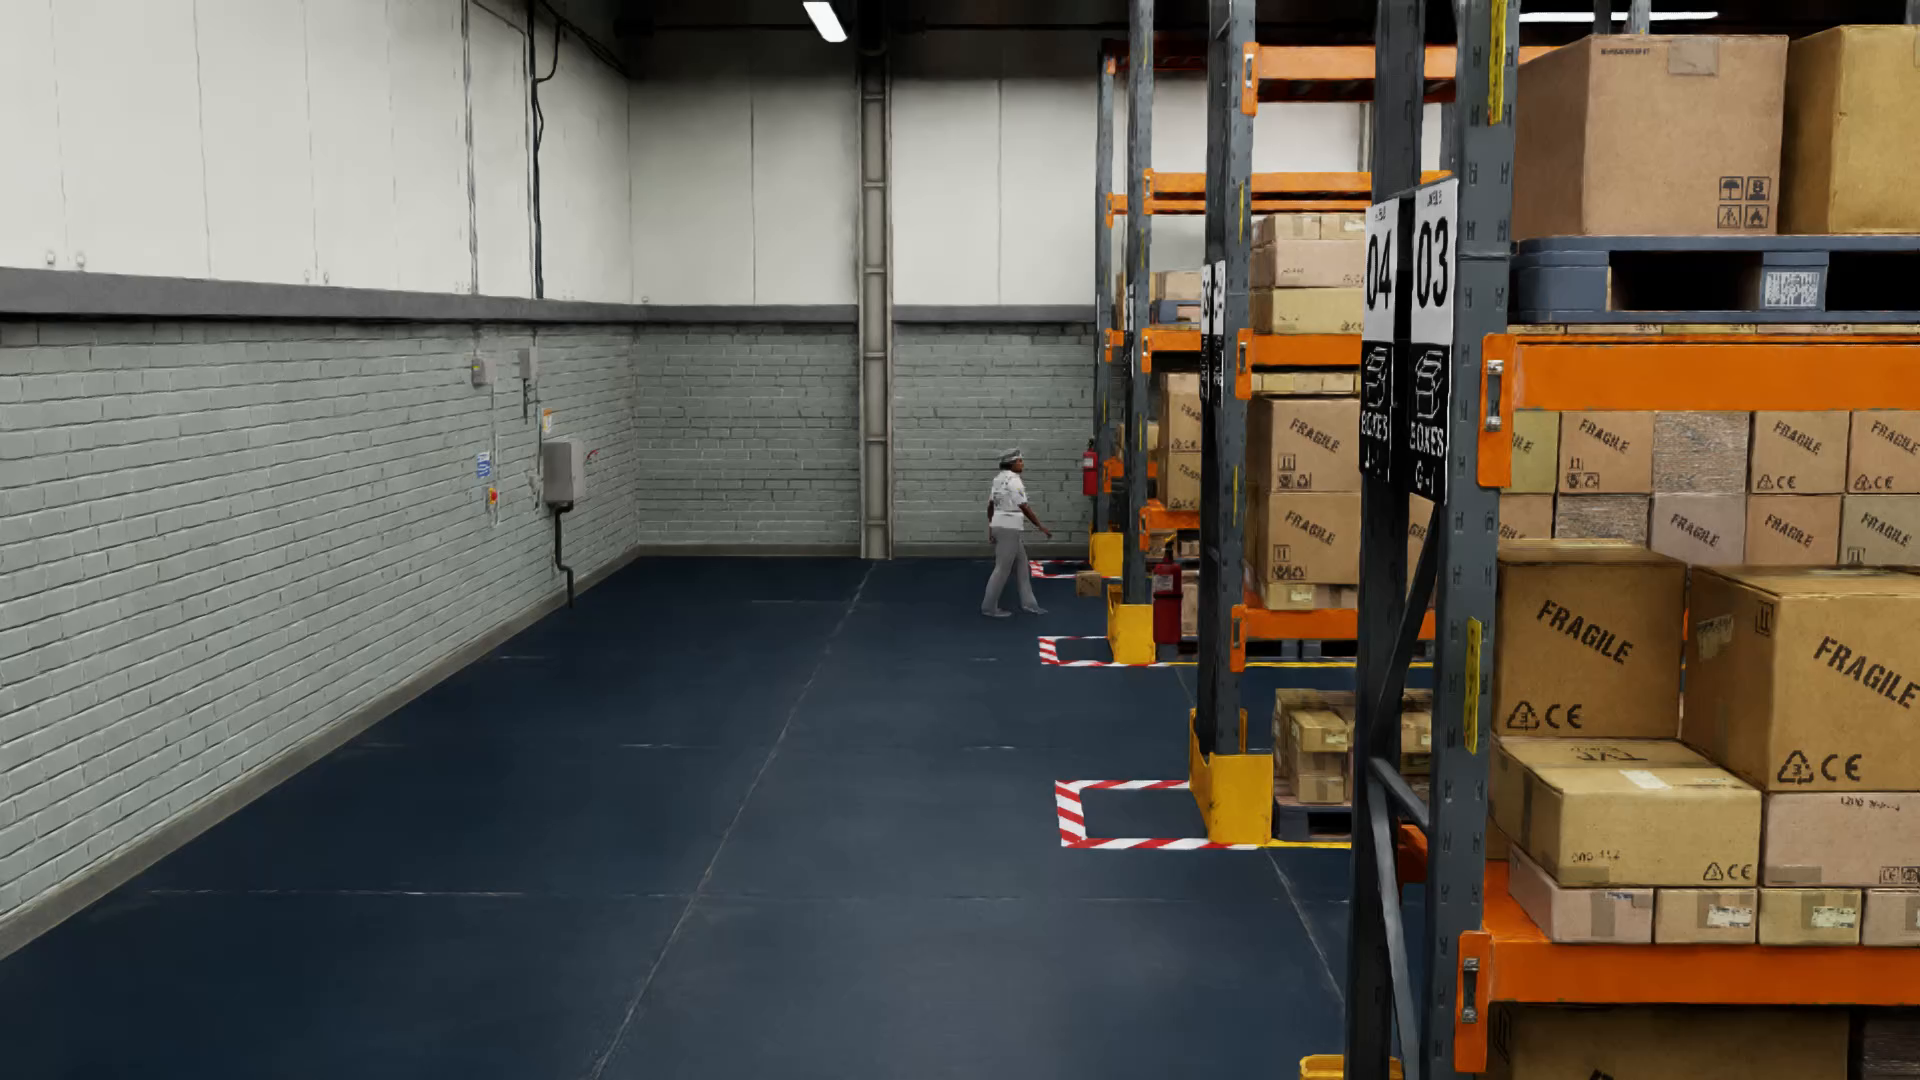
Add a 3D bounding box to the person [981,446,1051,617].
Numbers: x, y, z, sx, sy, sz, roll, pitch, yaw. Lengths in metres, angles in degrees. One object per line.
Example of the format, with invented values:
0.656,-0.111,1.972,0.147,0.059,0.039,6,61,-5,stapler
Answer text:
0.518,-0.070,16.432,0.763,1.709,0.618,-3,8,-20,person
